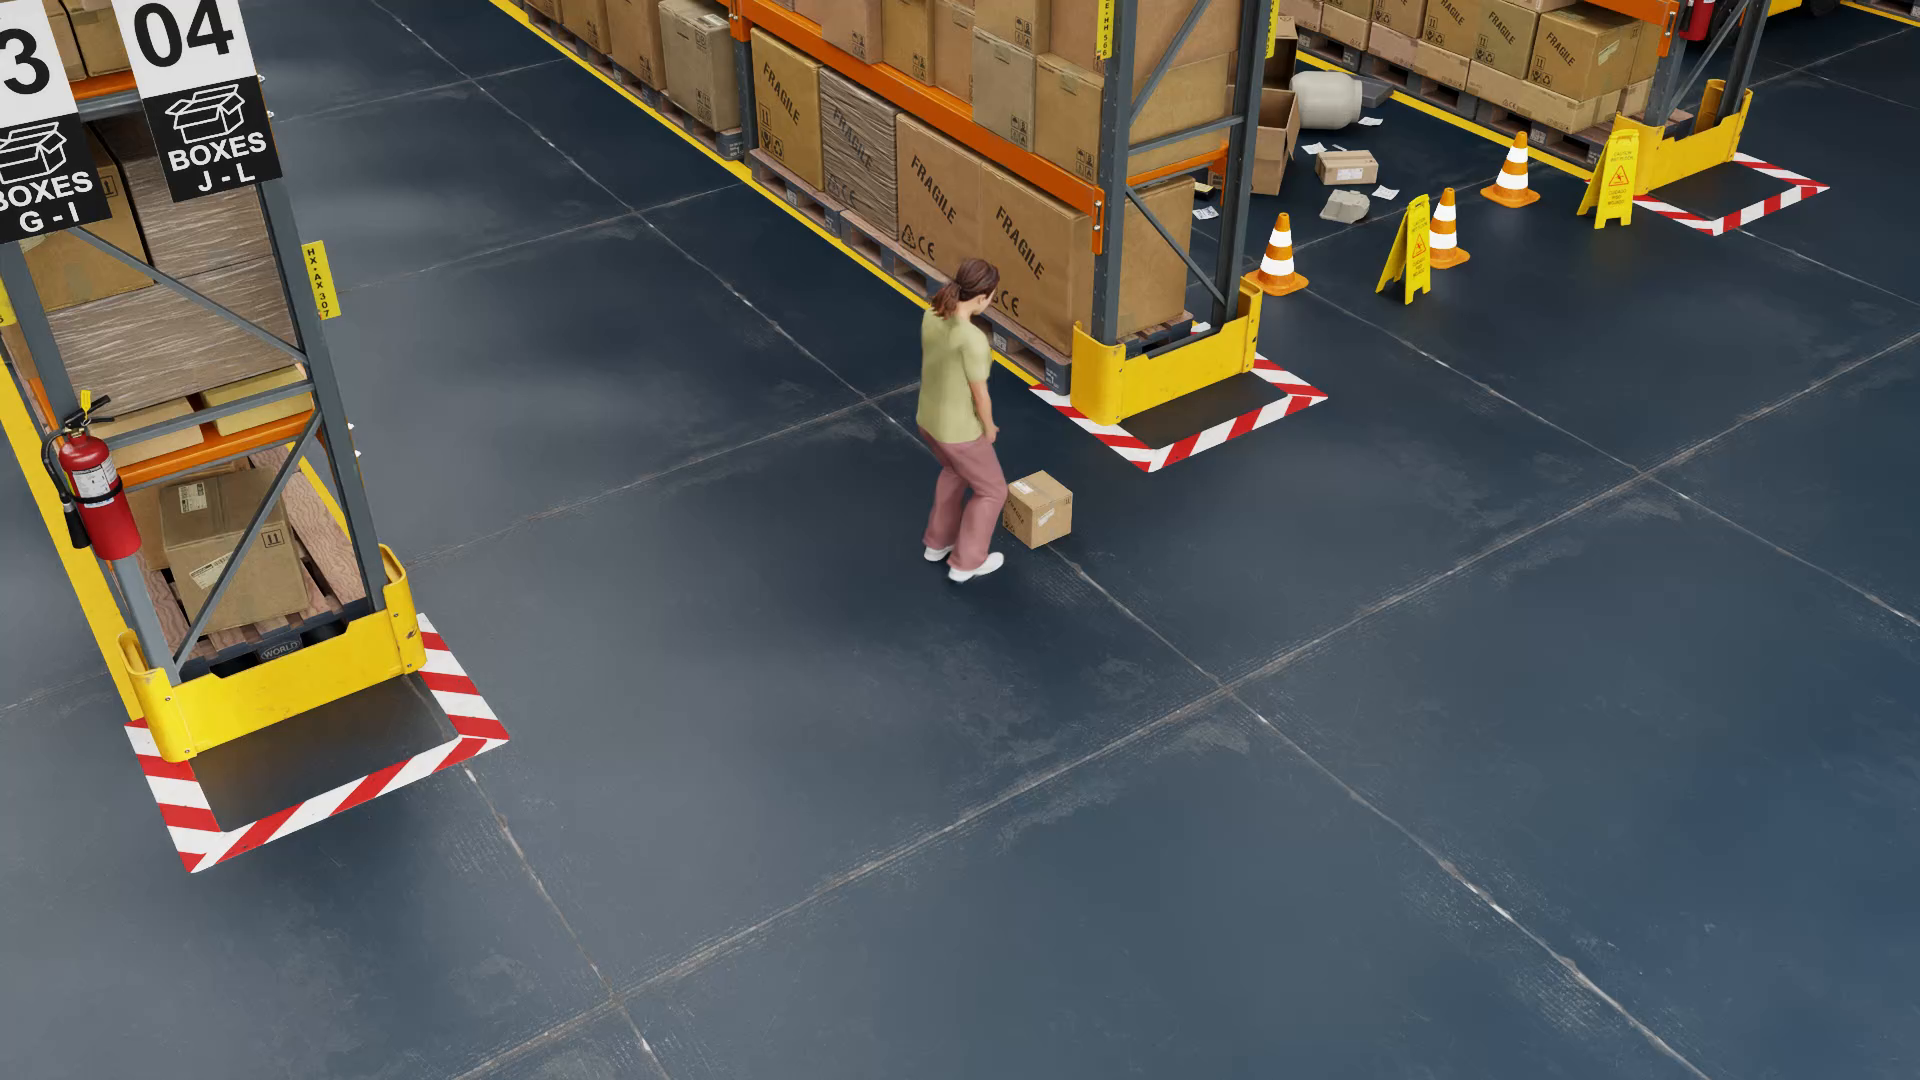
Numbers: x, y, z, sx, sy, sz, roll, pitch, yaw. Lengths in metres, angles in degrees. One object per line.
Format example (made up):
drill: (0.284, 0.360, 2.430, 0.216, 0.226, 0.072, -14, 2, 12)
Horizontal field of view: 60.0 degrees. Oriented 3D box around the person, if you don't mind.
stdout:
person: (-0.002, -0.561, 7.819, 0.406, 1.617, 0.474, -22, 42, -26)
